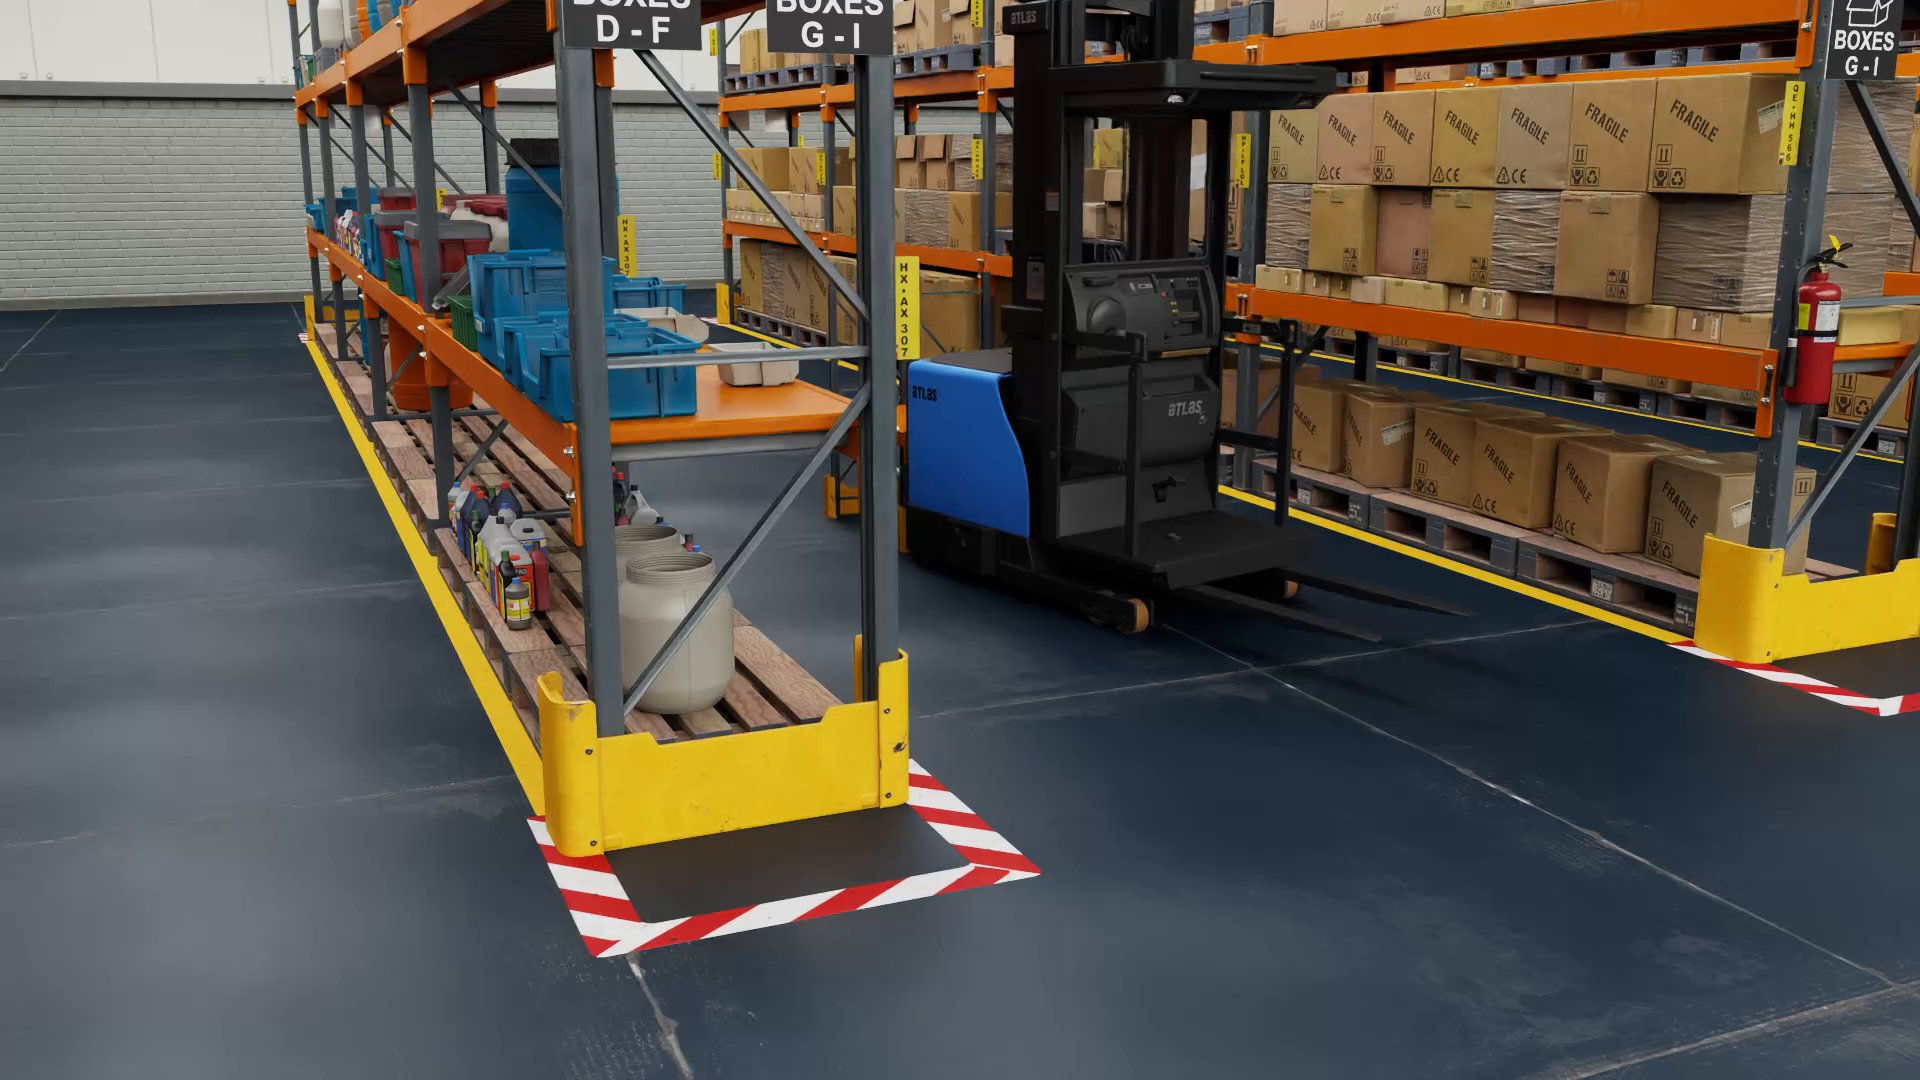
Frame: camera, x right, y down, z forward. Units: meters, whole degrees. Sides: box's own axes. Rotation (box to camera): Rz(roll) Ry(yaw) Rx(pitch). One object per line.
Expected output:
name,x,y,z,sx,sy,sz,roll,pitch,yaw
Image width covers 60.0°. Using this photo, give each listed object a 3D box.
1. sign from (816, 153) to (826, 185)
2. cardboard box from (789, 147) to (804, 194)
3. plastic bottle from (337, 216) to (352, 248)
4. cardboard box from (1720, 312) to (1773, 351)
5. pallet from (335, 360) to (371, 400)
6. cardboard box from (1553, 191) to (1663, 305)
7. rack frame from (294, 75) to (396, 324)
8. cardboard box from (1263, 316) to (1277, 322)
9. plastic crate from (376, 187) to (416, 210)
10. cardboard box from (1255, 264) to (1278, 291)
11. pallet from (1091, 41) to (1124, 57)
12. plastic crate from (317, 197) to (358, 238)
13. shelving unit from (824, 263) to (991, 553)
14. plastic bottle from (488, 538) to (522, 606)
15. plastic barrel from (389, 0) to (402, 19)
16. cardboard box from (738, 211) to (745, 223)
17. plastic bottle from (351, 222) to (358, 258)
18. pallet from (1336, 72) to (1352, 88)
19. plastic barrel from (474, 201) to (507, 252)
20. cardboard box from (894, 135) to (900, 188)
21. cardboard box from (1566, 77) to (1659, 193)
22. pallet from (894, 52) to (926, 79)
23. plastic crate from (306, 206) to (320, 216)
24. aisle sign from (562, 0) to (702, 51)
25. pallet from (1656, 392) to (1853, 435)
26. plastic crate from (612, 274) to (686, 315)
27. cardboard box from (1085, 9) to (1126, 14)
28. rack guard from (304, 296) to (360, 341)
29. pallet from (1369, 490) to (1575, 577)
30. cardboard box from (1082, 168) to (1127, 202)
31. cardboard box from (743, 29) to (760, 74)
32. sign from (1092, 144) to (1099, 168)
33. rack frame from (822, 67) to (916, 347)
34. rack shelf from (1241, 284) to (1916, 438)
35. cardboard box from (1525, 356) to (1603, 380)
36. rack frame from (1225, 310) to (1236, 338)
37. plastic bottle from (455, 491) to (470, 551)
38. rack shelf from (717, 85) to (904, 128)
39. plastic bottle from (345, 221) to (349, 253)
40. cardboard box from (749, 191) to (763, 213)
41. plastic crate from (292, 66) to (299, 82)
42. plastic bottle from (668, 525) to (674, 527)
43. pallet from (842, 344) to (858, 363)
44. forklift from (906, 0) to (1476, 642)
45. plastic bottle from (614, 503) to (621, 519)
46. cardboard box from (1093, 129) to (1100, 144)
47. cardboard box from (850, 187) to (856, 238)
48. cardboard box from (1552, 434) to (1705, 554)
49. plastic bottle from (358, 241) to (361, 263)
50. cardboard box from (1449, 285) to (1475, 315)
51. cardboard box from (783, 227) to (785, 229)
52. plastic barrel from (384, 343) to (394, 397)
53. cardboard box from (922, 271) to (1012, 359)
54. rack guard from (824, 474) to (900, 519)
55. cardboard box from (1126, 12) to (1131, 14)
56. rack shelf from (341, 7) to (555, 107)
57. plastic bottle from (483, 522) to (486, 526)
sign,-1.459,-3.890,17.429,0.100,0.325,0.005,-6,14,-23
cardboard box,-1.577,-4.092,18.407,0.500,0.500,0.500,-5,14,-22
plastic bottle,-5.506,-2.767,14.946,0.152,0.276,0.135,-6,14,-23
cardboard box,3.553,-0.919,7.244,0.380,0.149,0.250,-6,14,-23
pallet,-5.218,-1.511,15.430,1.003,0.211,1.213,-6,14,-23
cardboard box,3.351,-1.403,7.898,0.875,0.500,0.500,-6,14,-23
rack frame,-7.091,-3.859,19.391,1.000,3.000,0.127,-6,14,-23
cardboard box,3.687,-2.717,19.070,0.500,0.500,0.500,-5,14,-21
plastic crate,-5.617,-3.300,16.702,0.402,0.464,0.583,-6,14,-23
cardboard box,2.064,-1.633,10.331,0.380,0.149,0.250,-6,14,-23
pallet,1.686,-3.548,11.812,1.213,0.211,1.003,-6,14,-23
plastic crate,-5.989,-3.120,16.099,0.392,0.384,0.575,-6,14,-23
shelving unit,-0.307,-0.798,9.491,0.587,1.500,1.083,-7,15,-27
plastic bottle,-1.951,0.136,7.194,0.152,0.276,0.135,-6,14,-25
plastic barrel,-2.687,-3.171,8.654,0.600,0.901,0.708,-6,14,-23
cardboard box,-2.506,-3.975,20.450,0.380,0.149,0.250,-6,14,-24
plastic bottle,-4.897,-2.431,13.478,0.061,0.283,0.133,-6,14,-23
pallet,4.202,-4.926,17.765,1.213,0.211,1.003,-6,14,-23
plastic barrel,-2.761,-1.815,10.259,0.433,0.535,0.433,0,13,0
cardboard box,-0.423,-3.743,16.445,0.797,0.503,0.637,-5,14,-22
cardboard box,3.204,-1.876,7.723,0.500,0.500,0.500,-6,14,-23
pallet,-0.106,-4.382,15.417,1.003,0.211,1.213,-5,14,-20
plastic crate,-7.030,-3.590,18.467,0.416,0.233,0.300,-6,14,-23
aisle sign,-0.925,-1.778,4.635,0.394,0.787,0.004,-6,14,-23
pallet,6.461,-1.048,13.432,1.003,0.211,1.213,-6,14,-23
plastic crate,-1.592,-1.103,7.814,0.499,0.251,0.616,-6,14,-23
cardboard box,1.012,-4.079,12.357,0.500,0.500,0.500,-6,14,-25
rack guard,-7.113,-2.645,19.690,1.175,0.500,0.348,-6,14,-23
pallet,3.048,-0.081,9.250,1.003,0.211,1.213,-6,14,-23
cardboard box,1.220,-2.693,13.199,0.700,0.500,0.500,-3,13,-15
cardboard box,-2.181,-5.840,19.924,0.700,0.500,0.500,-6,14,-25
sign,1.145,-3.230,14.282,0.100,0.325,0.005,-6,14,-23
rack frame,-0.951,-3.480,17.754,1.000,3.000,0.127,-6,14,-23
rack shelf,3.055,-1.064,8.908,1.077,0.370,4.000,-6,14,-23
cardboard box,5.751,-1.875,14.877,1.050,0.750,0.750,-5,14,-22
rack frame,3.634,-3.907,19.599,1.000,3.000,0.127,-6,14,-23
plastic bottle,-2.404,-0.097,8.203,0.152,0.276,0.135,-5,14,-21
rack shelf,-1.752,-5.004,19.282,1.077,0.370,4.000,-6,14,-23
plastic bottle,-5.167,-2.574,14.126,0.097,0.271,0.097,0,13,0
cardboard box,-2.196,-4.044,19.862,0.500,0.250,0.500,-6,14,-25
plastic crate,-7.192,-5.152,18.615,0.497,0.269,0.590,-6,14,-23
plastic bottle,-1.300,0.067,7.502,0.097,0.271,0.097,0,13,0
pallet,-0.573,-1.969,17.409,1.003,0.211,1.213,-6,14,-23
forklift,1.004,-1.125,7.731,1.130,2.935,3.031,-10,16,-36
plastic bottle,-1.640,-0.043,7.951,0.061,0.283,0.133,-6,14,-23
cardboard box,1.969,-5.298,22.508,0.500,0.500,0.500,-6,14,-23
cardboard box,-0.793,-3.307,16.786,0.500,0.500,0.500,-6,14,-23
cardboard box,3.350,-0.239,8.360,0.500,0.500,0.500,-2,13,-8
plastic bottle,-4.601,-2.248,12.870,0.097,0.201,0.097,0,13,0
cardboard box,2.819,-1.277,8.792,0.380,0.149,0.250,-6,14,-23
cardboard box,-1.786,-3.604,18.845,0.380,0.149,0.250,-5,14,-22
plastic barrel,-4.406,-1.407,13.382,0.421,0.512,0.421,0,13,0
cardboard box,0.394,-1.968,14.999,1.225,0.875,0.875,-6,14,-26
rack guard,-0.542,-0.288,10.059,0.587,0.250,0.087,-7,15,-27
cardboard box,1.411,-3.758,11.888,0.380,0.166,0.250,-6,14,-25
rack shelf,-3.086,-2.904,10.208,1.077,0.370,4.000,-6,14,-23
plastic bottle,-2.172,0.005,7.770,0.097,0.271,0.097,0,13,0
